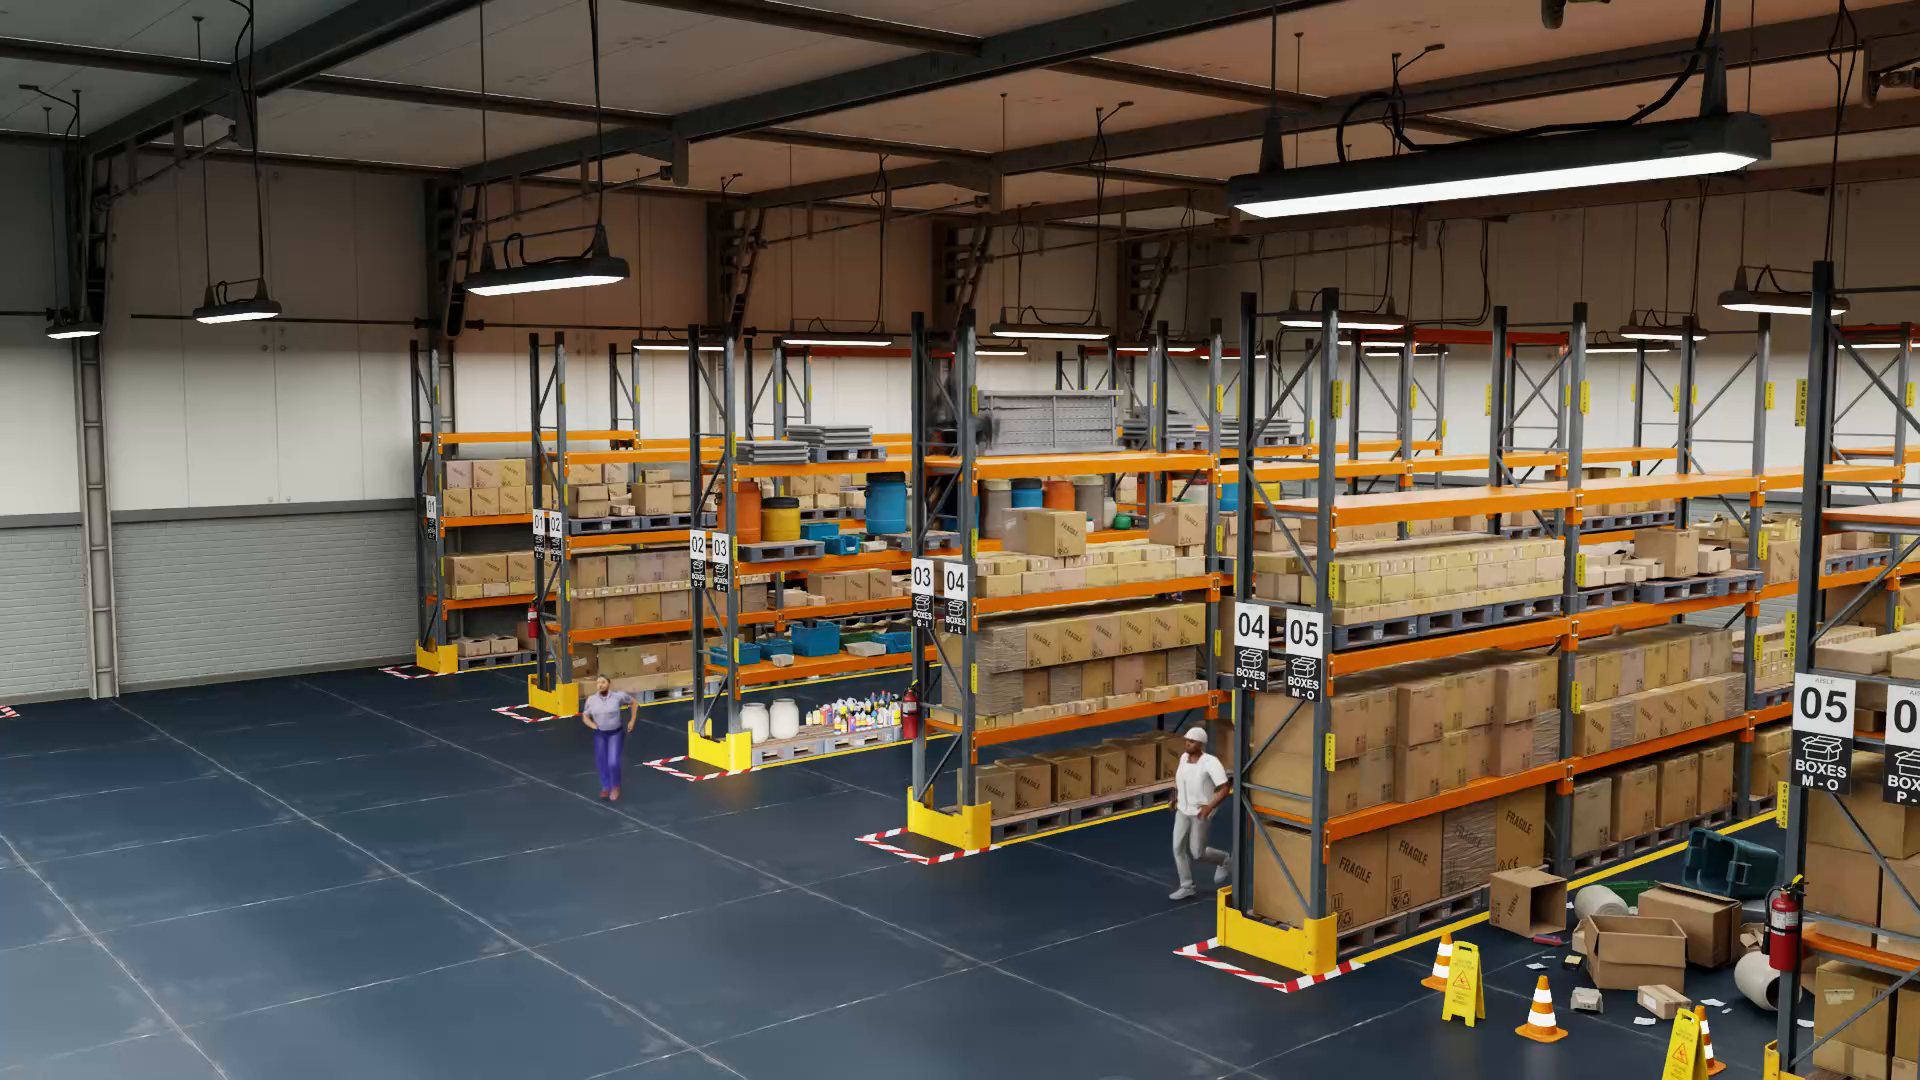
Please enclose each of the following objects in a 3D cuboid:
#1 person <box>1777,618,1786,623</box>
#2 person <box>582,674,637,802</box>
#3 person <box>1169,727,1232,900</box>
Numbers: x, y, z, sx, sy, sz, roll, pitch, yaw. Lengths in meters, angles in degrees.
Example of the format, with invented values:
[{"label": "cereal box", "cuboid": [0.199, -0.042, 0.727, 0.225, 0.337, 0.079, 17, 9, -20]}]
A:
[{"label": "person", "cuboid": [5.990, 0.556, 31.459, 2.681, 3.423, 18.689, -4, 7, -39]}, {"label": "person", "cuboid": [2.431, 2.680, 18.235, 14.304, 1.621, 5.036, 0, 5, 2]}, {"label": "person", "cuboid": [2.441, 2.749, 16.878, 0.756, 1.733, 0.719, -4, 7, -40]}]
